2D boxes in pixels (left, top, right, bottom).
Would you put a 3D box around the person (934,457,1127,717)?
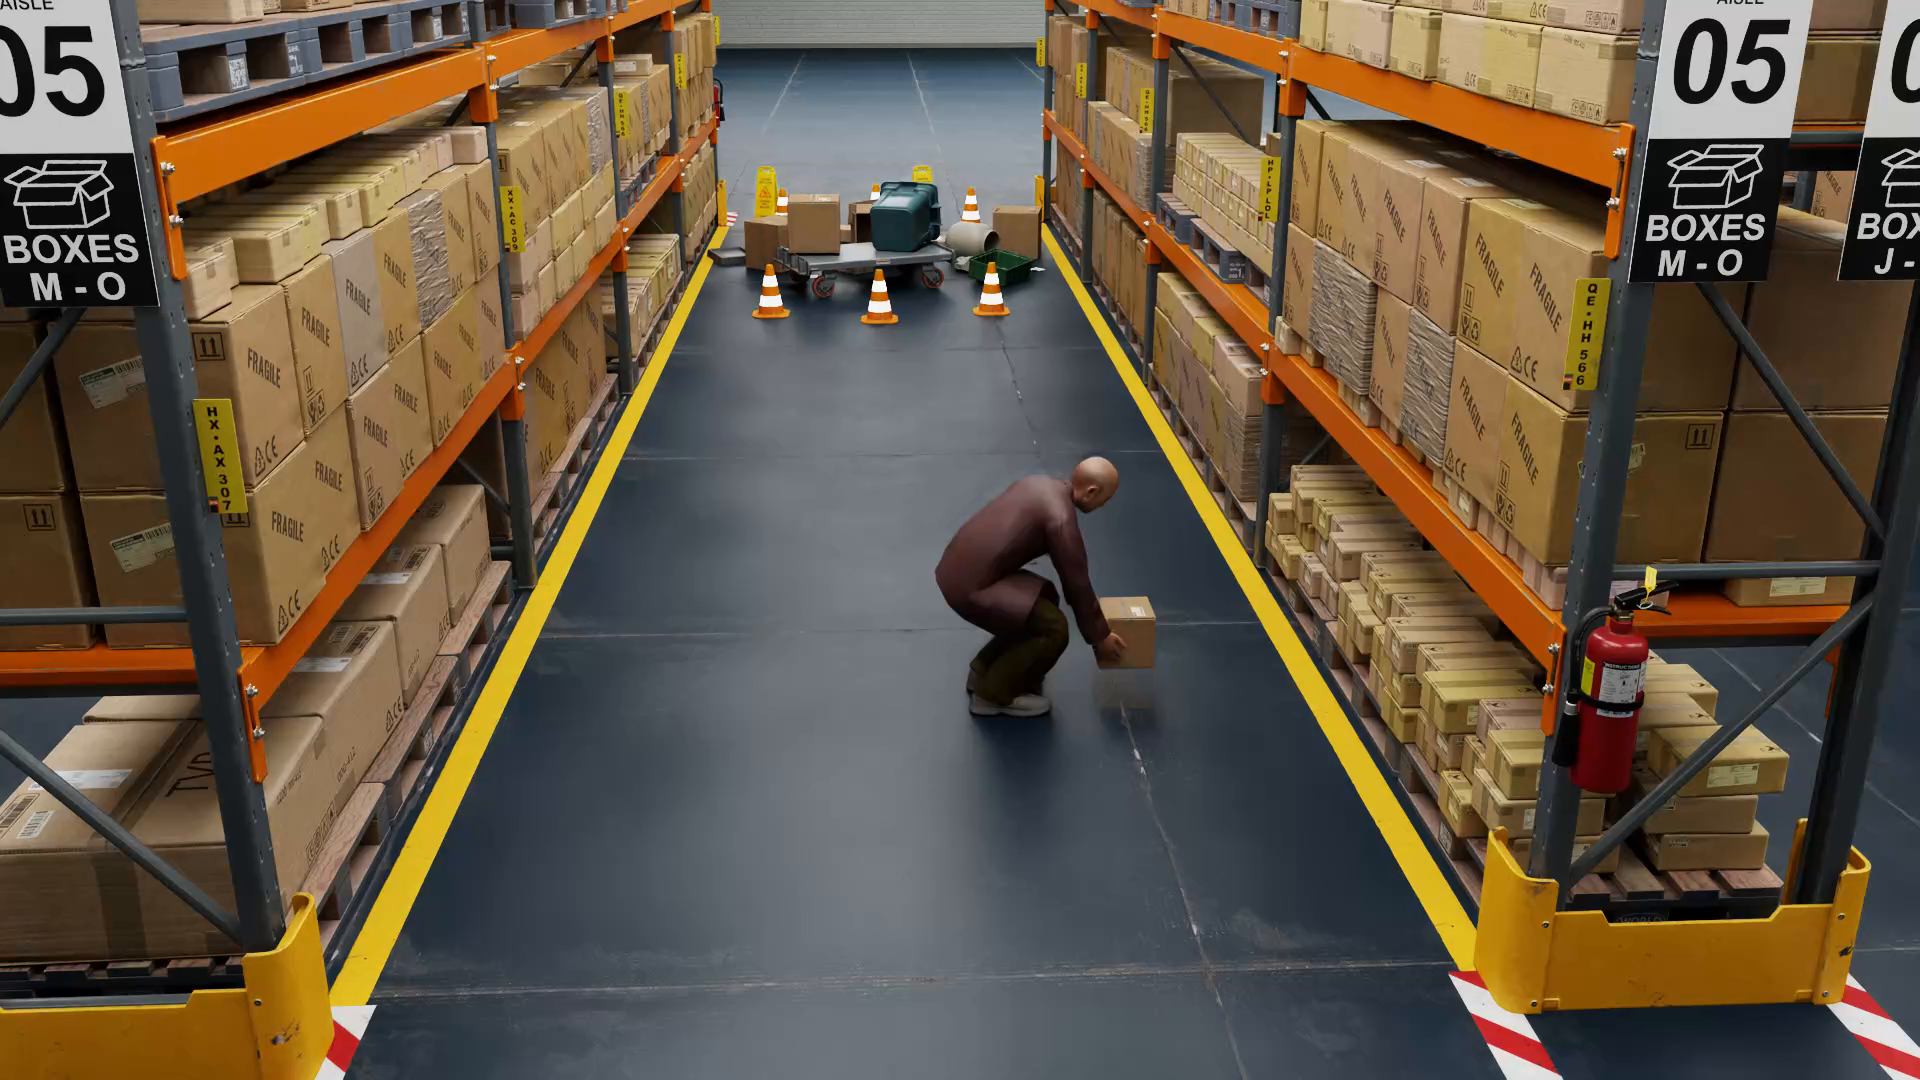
[{"bbox_3d":[0.310,0.197,7.506,0.852,1.128,0.620,-1,20,-3],"label":"person"}]
